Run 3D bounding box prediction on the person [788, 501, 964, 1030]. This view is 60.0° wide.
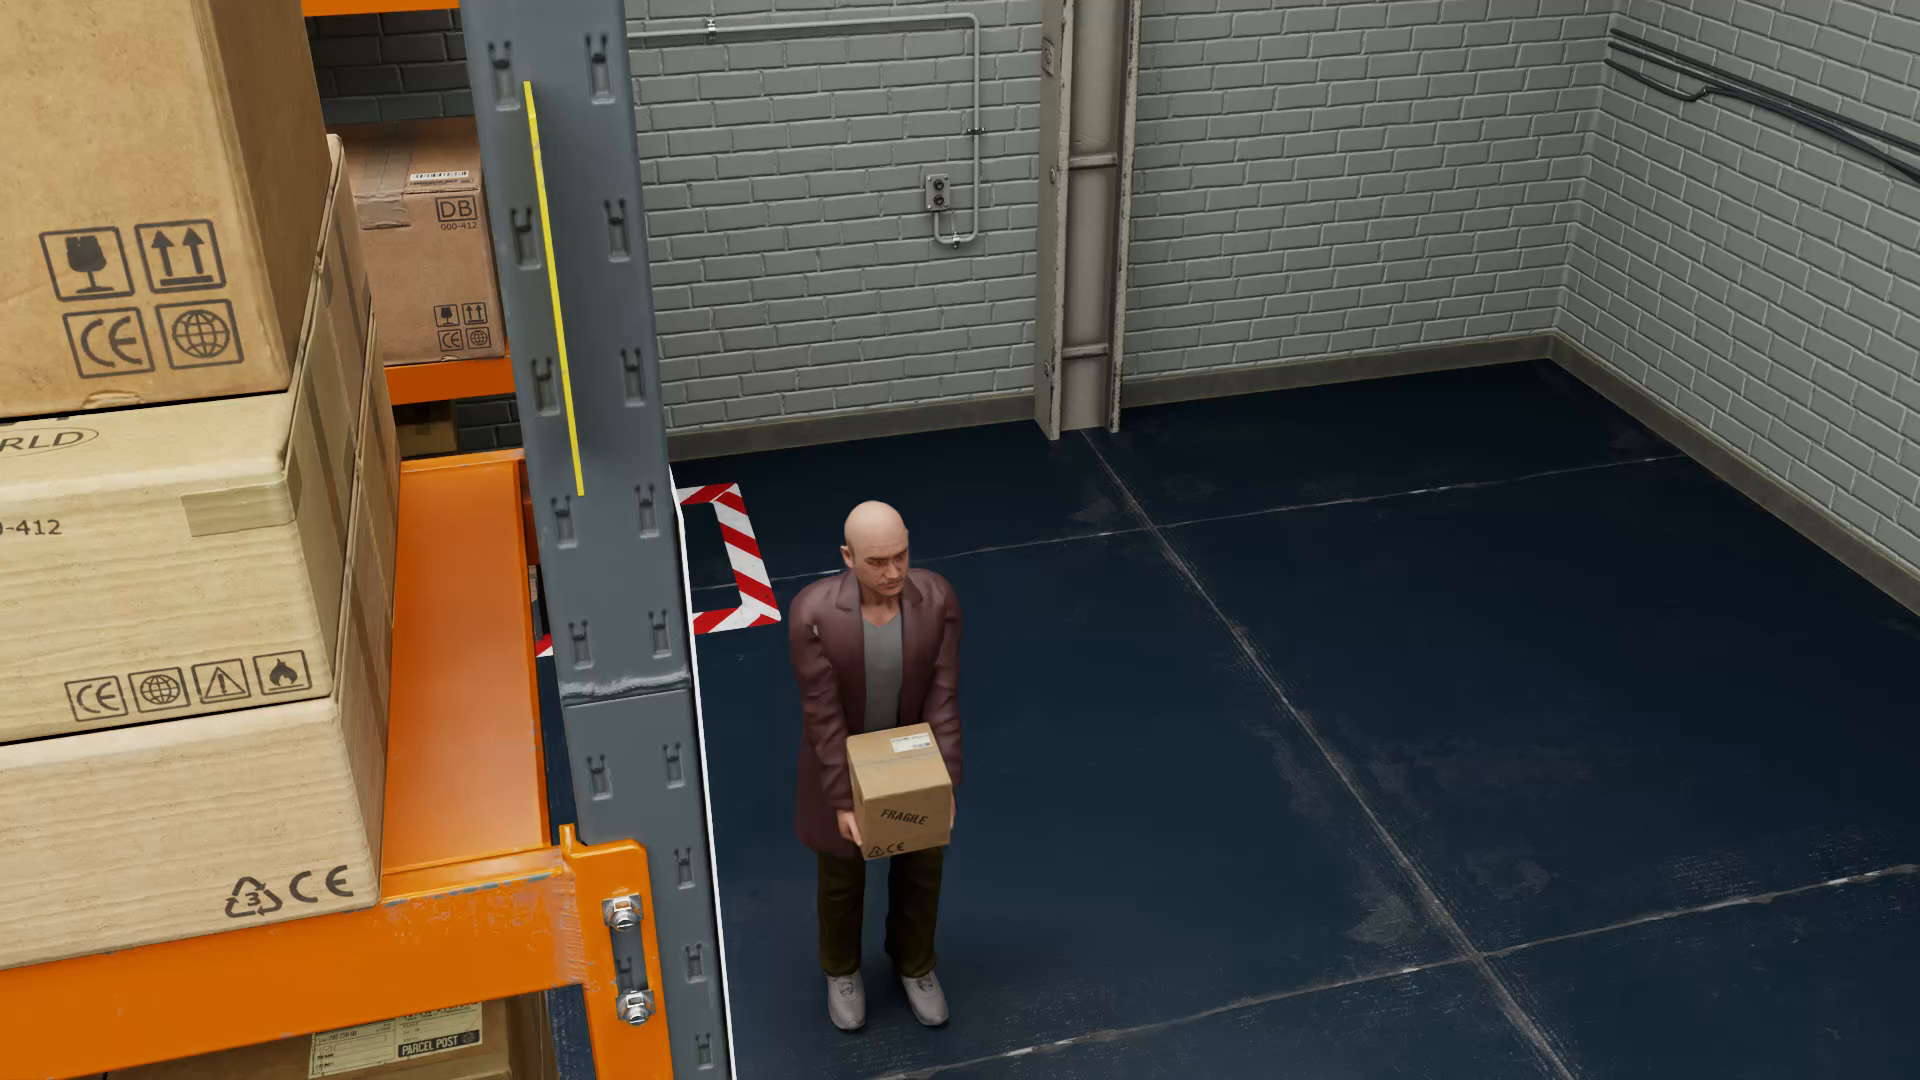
[{"bbox_3d":[-0.226,0.715,4.904,0.528,1.779,0.569,-8,31,-14],"label":"person"}]
